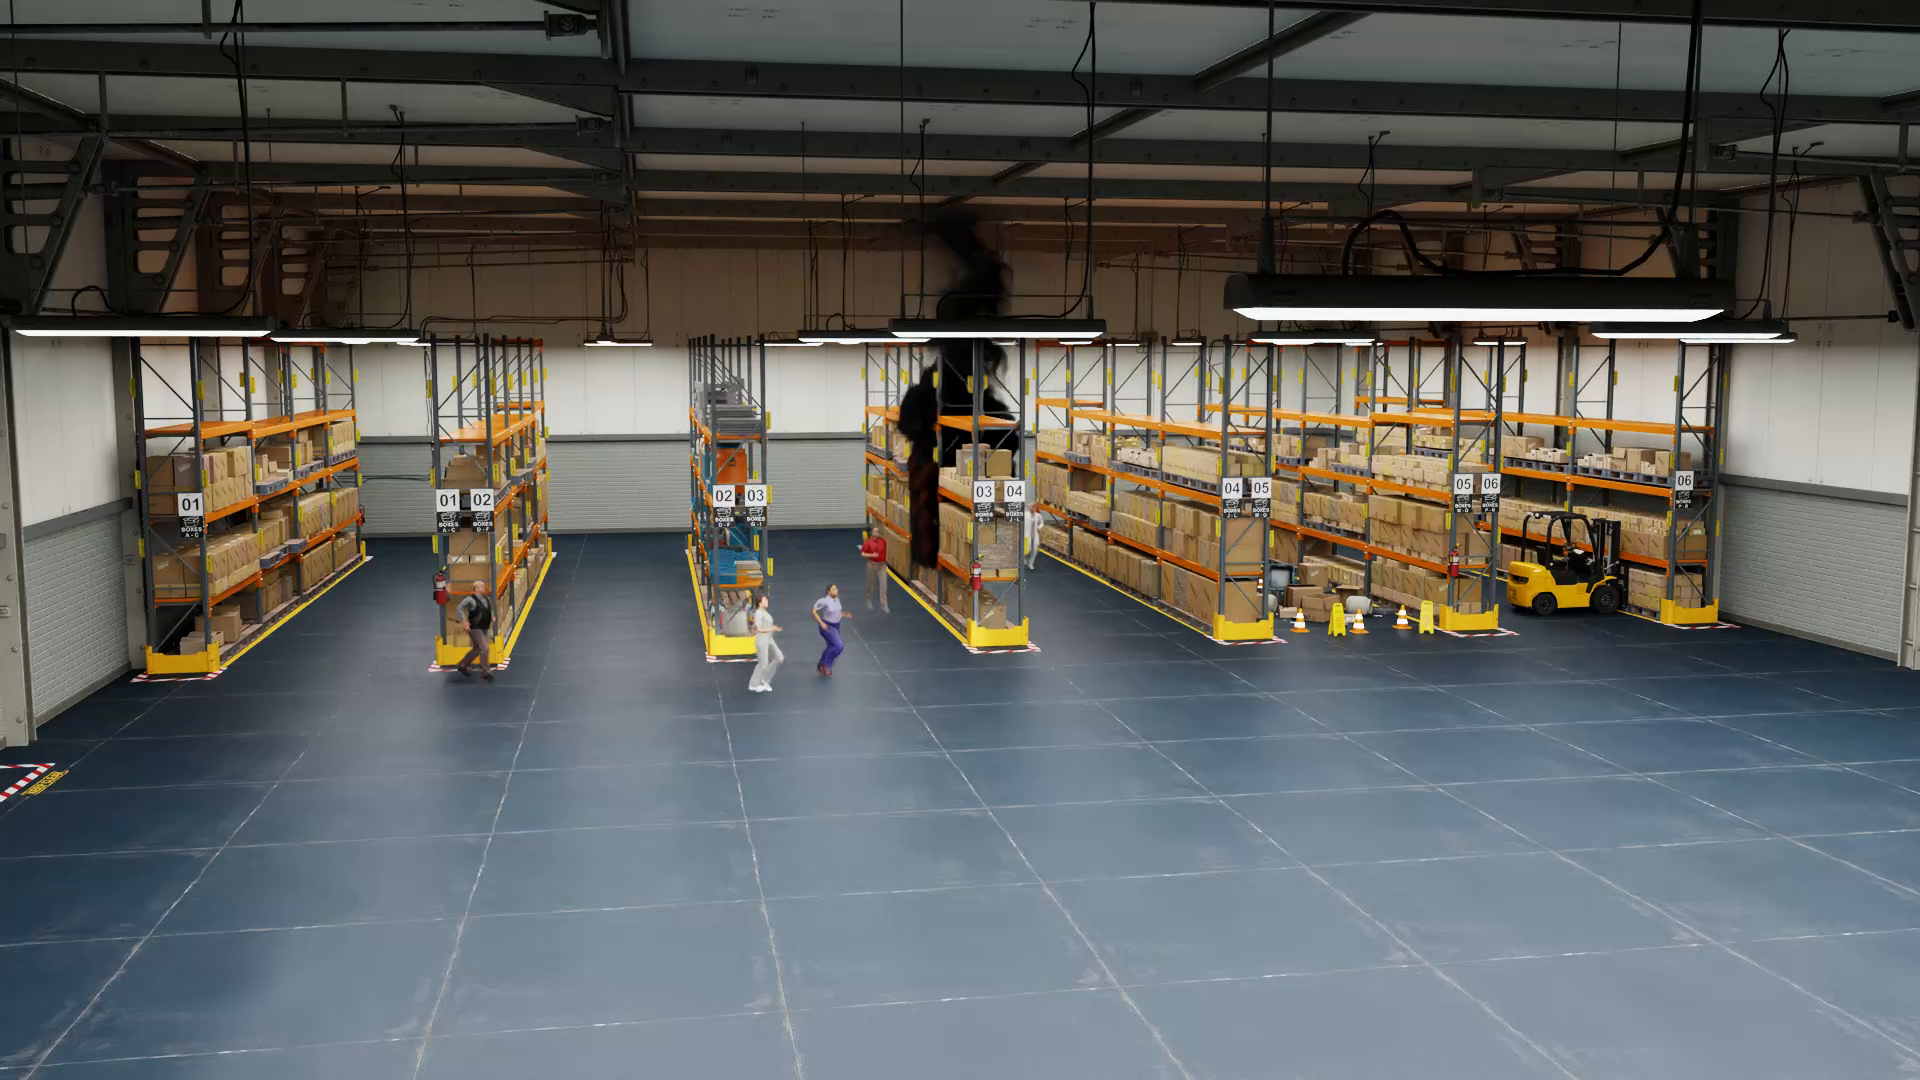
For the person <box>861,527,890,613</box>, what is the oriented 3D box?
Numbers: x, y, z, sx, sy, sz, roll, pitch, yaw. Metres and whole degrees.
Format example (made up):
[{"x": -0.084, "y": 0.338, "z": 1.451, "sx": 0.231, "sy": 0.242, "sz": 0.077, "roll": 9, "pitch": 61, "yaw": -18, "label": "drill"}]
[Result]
[{"x": -1.735, "y": 0.613, "z": 34.563, "sx": 0.659, "sy": 1.779, "sz": 0.898, "roll": -3, "pitch": 7, "yaw": -24, "label": "person"}]

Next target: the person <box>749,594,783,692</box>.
[{"x": -3.232, "y": 1.727, "z": 27.748, "sx": 0.628, "sy": 1.667, "sz": 0.547, "roll": 2, "pitch": 7, "yaw": 14, "label": "person"}]

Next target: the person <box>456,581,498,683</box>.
[{"x": -8.347, "y": 1.576, "z": 28.821, "sx": 0.877, "sy": 1.757, "sz": 0.663, "roll": 2, "pitch": 7, "yaw": 17, "label": "person"}]

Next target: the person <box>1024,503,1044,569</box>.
[{"x": 1.856, "y": -0.106, "z": 43.369, "sx": 0.727, "sy": 1.731, "sz": 0.661, "roll": -2, "pitch": 7, "yaw": -17, "label": "person"}]

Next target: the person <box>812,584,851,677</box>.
[{"x": -2.239, "y": 1.581, "z": 29.225, "sx": 0.645, "sy": 1.644, "sz": 0.580, "roll": 3, "pitch": 7, "yaw": 24, "label": "person"}]
